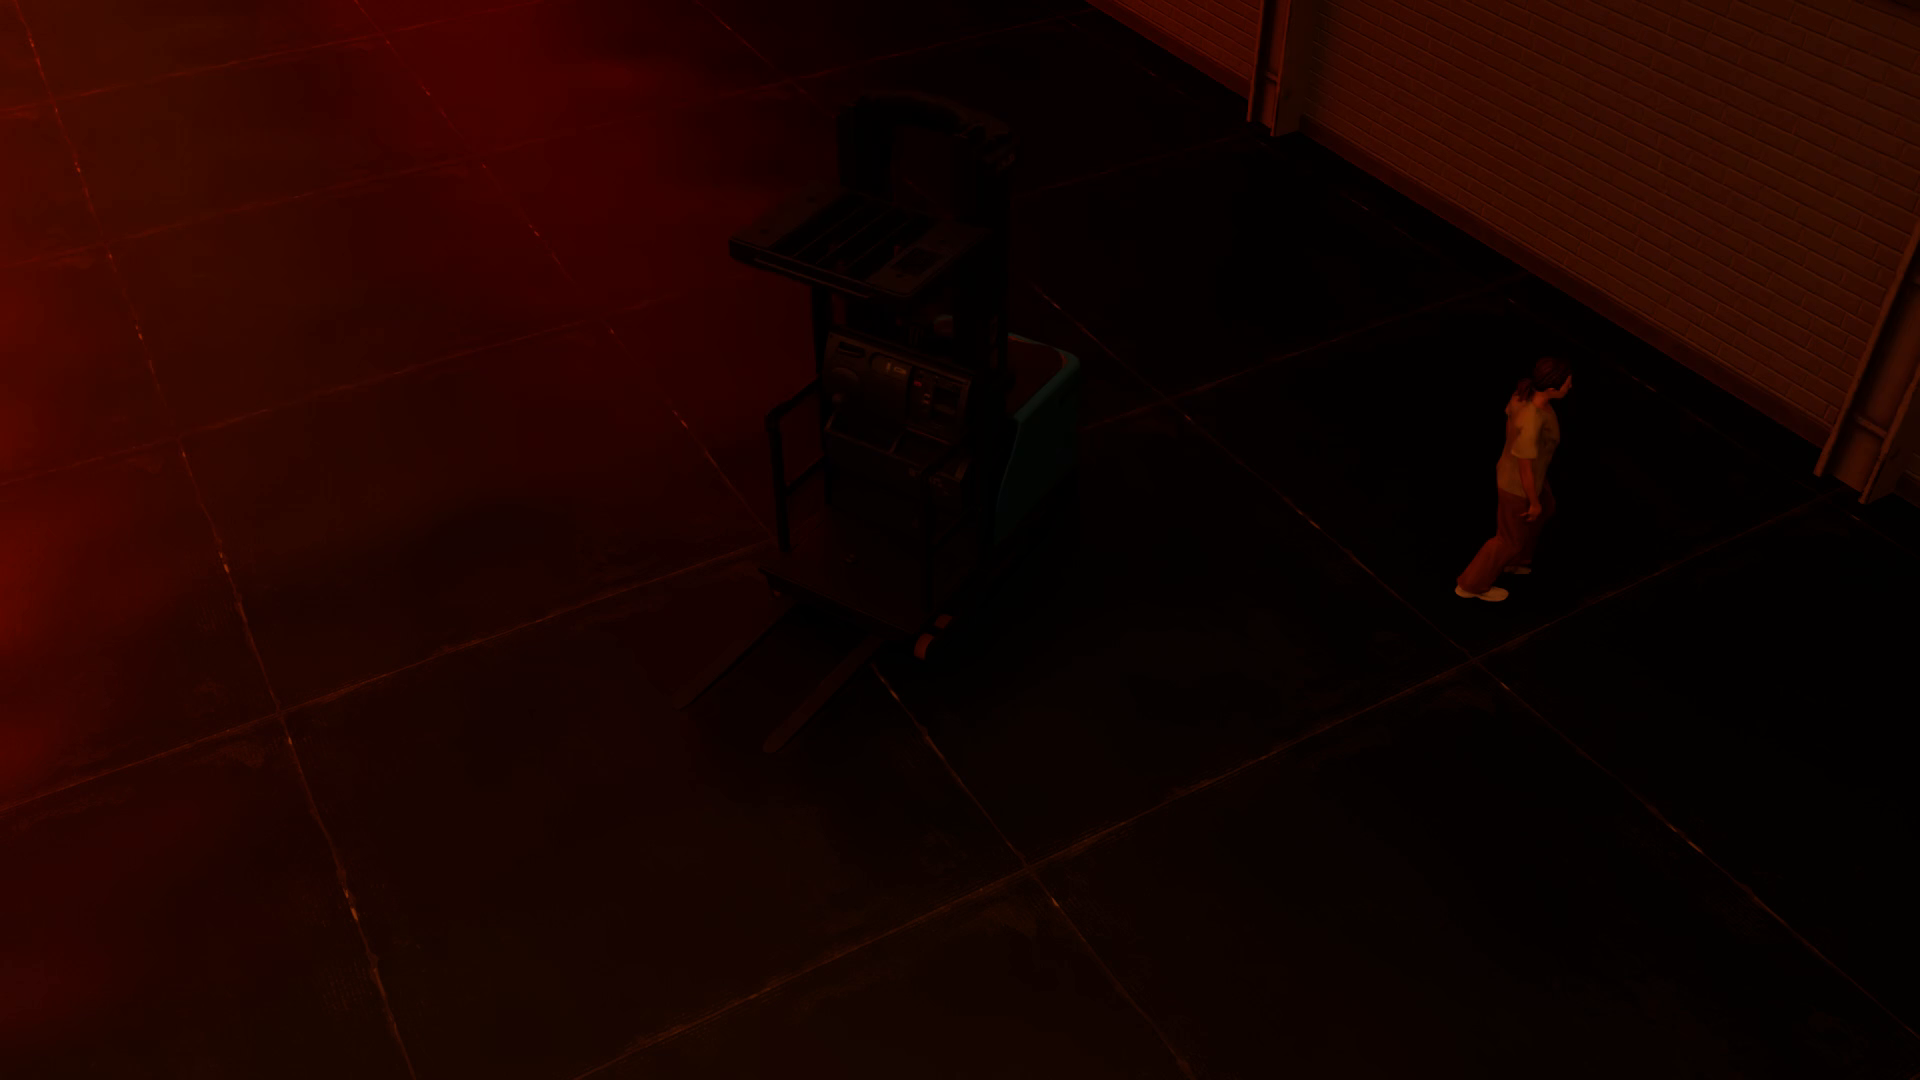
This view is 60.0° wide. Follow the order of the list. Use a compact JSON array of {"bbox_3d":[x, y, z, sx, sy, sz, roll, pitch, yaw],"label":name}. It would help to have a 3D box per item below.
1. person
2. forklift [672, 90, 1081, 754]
[{"bbox_3d":[3.213,-0.217,9.540,0.497,1.462,0.564,6,40,8],"label":"person"},{"bbox_3d":[-0.463,-0.775,8.971,1.130,2.935,3.031,22,44,24],"label":"forklift"}]
